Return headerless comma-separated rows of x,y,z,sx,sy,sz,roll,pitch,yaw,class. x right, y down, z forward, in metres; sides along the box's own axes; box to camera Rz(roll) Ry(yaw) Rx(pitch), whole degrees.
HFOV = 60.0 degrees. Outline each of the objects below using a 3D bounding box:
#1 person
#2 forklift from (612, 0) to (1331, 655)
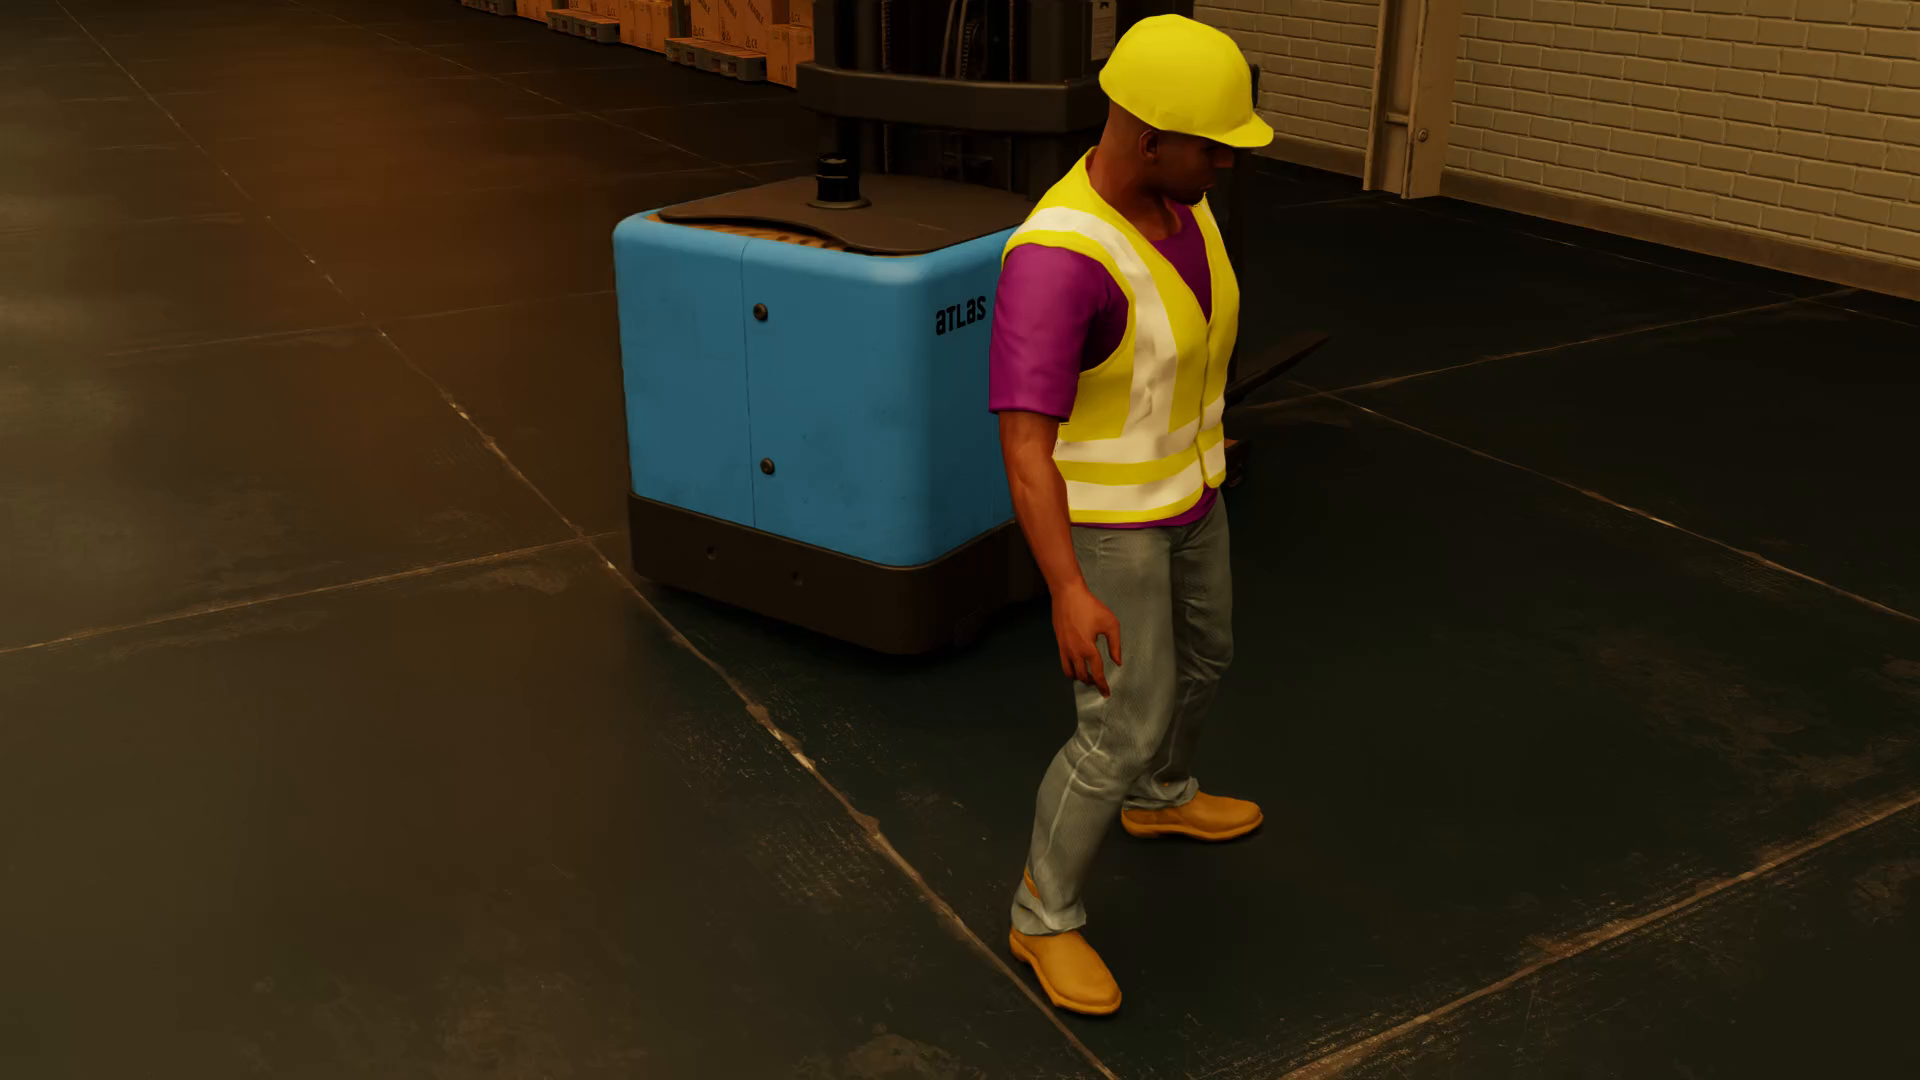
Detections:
0.331,-0.054,2.994,0.411,1.726,0.906,13,25,28,person
0.319,-1.565,5.086,1.130,2.935,3.031,15,27,32,forklift
